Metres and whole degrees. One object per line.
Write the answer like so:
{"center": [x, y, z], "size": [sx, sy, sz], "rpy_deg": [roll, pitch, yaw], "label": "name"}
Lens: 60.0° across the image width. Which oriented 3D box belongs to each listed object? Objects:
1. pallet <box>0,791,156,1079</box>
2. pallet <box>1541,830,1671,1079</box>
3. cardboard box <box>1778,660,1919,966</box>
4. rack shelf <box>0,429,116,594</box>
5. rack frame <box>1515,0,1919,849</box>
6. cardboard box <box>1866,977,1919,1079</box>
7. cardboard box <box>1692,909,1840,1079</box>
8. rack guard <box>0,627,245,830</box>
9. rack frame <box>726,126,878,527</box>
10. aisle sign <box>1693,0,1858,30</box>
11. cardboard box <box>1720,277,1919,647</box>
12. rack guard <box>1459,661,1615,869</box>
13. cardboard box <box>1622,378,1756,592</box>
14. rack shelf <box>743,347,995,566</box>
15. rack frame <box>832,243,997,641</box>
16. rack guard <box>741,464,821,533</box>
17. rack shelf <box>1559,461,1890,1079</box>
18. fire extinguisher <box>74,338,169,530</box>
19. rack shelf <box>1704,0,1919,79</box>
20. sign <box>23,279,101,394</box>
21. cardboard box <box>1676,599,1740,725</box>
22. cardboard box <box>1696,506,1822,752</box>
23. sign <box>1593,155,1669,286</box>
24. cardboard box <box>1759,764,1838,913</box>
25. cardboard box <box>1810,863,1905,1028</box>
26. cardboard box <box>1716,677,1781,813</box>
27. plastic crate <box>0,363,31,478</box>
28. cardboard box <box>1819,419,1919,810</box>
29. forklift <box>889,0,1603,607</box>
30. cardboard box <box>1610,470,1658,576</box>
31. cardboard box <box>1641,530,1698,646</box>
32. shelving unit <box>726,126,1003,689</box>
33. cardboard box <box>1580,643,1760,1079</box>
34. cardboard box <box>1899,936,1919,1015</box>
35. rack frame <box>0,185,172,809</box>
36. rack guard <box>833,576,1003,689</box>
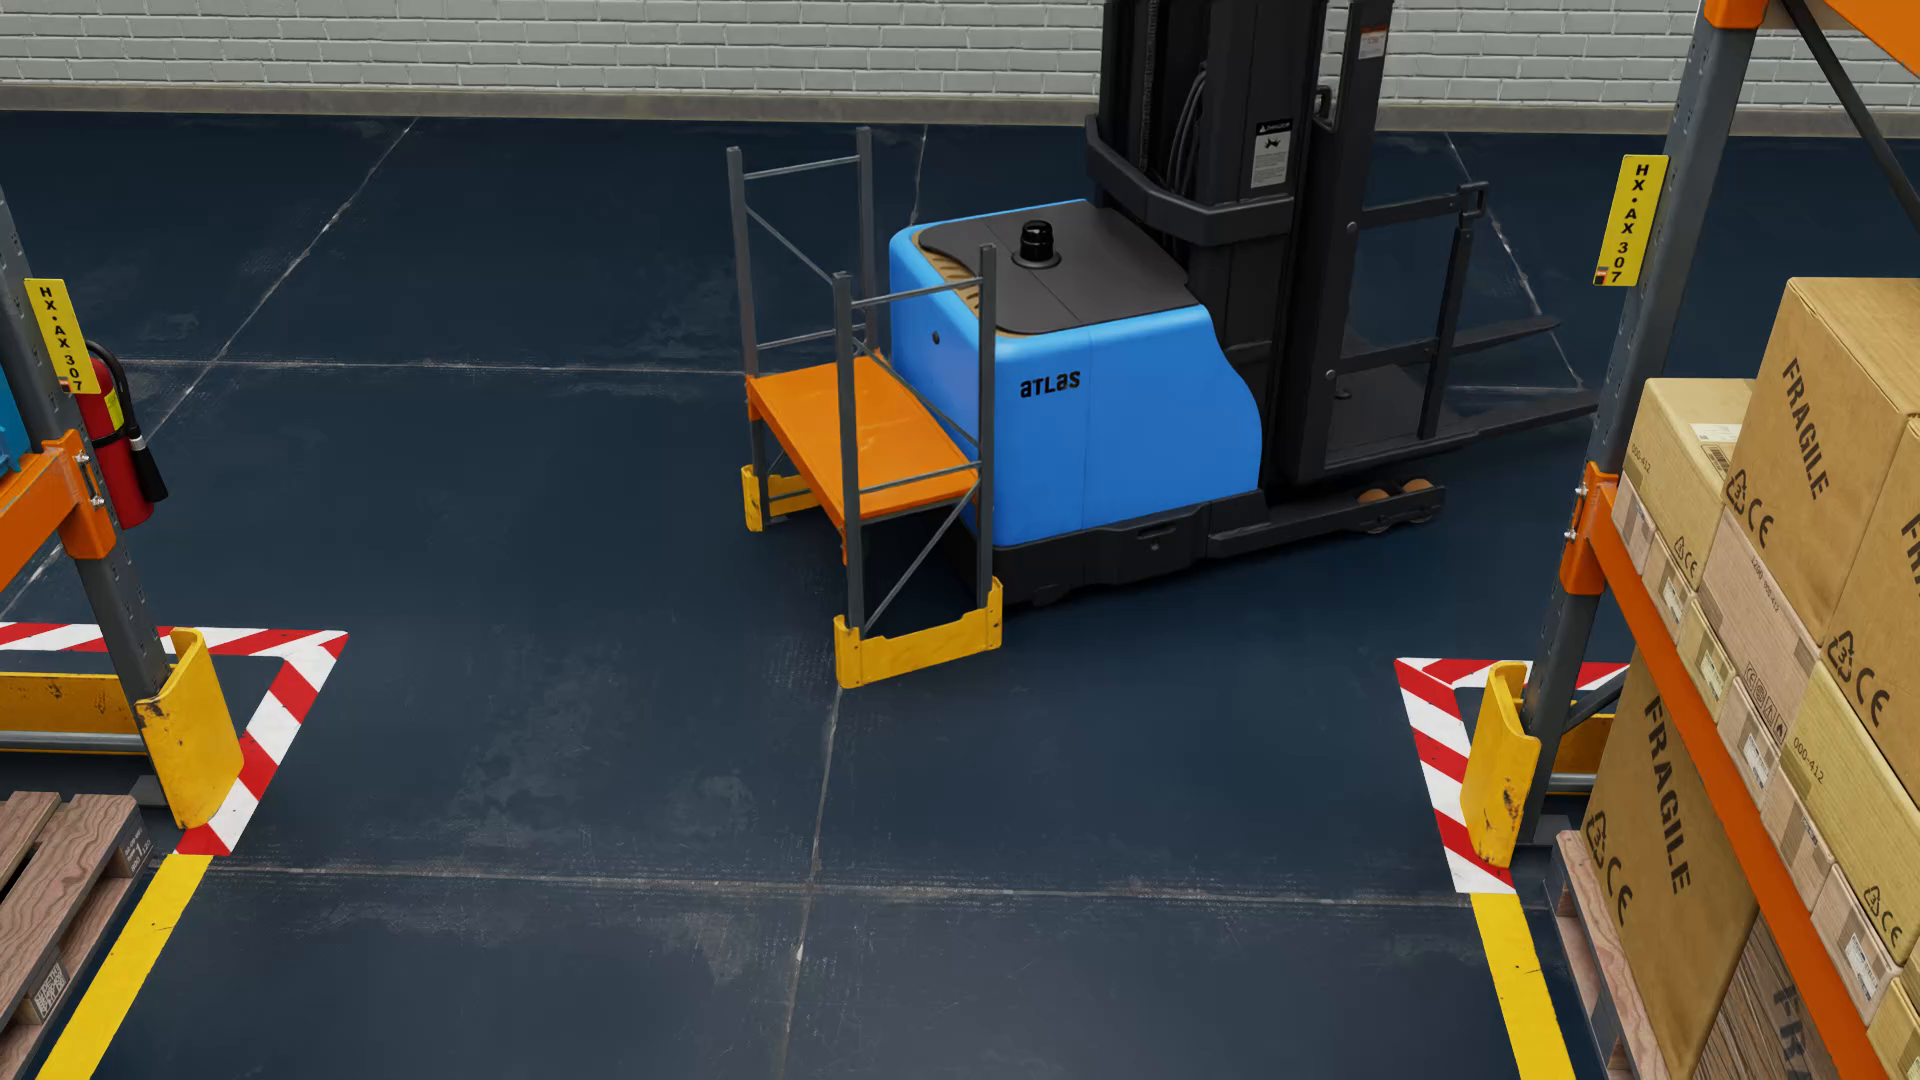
{"center": [-2.906, 1.161, 4.414], "size": [1.003, 0.211, 1.213], "rpy_deg": [1, 35, 2], "label": "pallet"}
{"center": [2.161, 1.264, 4.268], "size": [1.003, 0.211, 1.213], "rpy_deg": [1, 35, 2], "label": "pallet"}
{"center": [1.788, 0.459, 2.861], "size": [0.500, 0.250, 0.500], "rpy_deg": [0, 35, 0], "label": "cardboard box"}
{"center": [-2.914, 0.991, 2.857], "size": [1.077, 0.370, 4.000], "rpy_deg": [1, 35, 2], "label": "rack shelf"}
{"center": [2.115, -0.338, 4.122], "size": [1.000, 3.000, 0.127], "rpy_deg": [1, 35, 2], "label": "rack frame"}
{"center": [1.711, 0.845, 2.658], "size": [0.380, 0.149, 0.250], "rpy_deg": [0, 35, 1], "label": "cardboard box"}
{"center": [2.133, 1.252, 3.343], "size": [0.875, 0.875, 0.875], "rpy_deg": [1, 35, 2], "label": "cardboard box"}
{"center": [-2.846, 0.556, 5.024], "size": [1.175, 0.500, 0.348], "rpy_deg": [1, 35, 2], "label": "rack guard"}
{"center": [-0.536, -0.727, 5.980], "size": [0.500, 1.500, 0.032], "rpy_deg": [-14, 38, -19], "label": "rack frame"}
{"center": [1.818, -1.450, 3.443], "size": [0.394, 0.787, 0.004], "rpy_deg": [1, 35, 2], "label": "aisle sign"}
{"center": [1.806, -0.148, 3.072], "size": [0.500, 0.500, 0.500], "rpy_deg": [1, 35, 1], "label": "cardboard box"}
{"center": [2.116, 0.671, 4.861], "size": [1.175, 0.500, 0.348], "rpy_deg": [1, 35, 2], "label": "rack guard"}
{"center": [1.826, -0.129, 3.696], "size": [0.500, 0.250, 0.500], "rpy_deg": [0, 35, 1], "label": "cardboard box"}
{"center": [-0.332, -0.312, 5.703], "size": [0.538, 0.185, 1.000], "rpy_deg": [-14, 38, -19], "label": "rack shelf"}
{"center": [-0.127, -0.192, 5.219], "size": [0.500, 1.500, 0.032], "rpy_deg": [-14, 38, -19], "label": "rack frame"}
{"center": [-0.535, -0.215, 6.339], "size": [0.587, 0.250, 0.087], "rpy_deg": [-14, 38, -19], "label": "rack guard"}
{"center": [2.035, 1.105, 2.694], "size": [1.077, 0.370, 4.000], "rpy_deg": [1, 35, 2], "label": "rack shelf"}
{"center": [-2.374, -0.344, 4.523], "size": [0.296, 0.674, 0.183], "rpy_deg": [1, 35, 2], "label": "fire extinguisher"}
{"center": [2.035, -0.122, 1.832], "size": [1.077, 0.370, 4.000], "rpy_deg": [1, 35, 2], "label": "rack shelf"}
{"center": [-2.283, -0.516, 4.233], "size": [0.100, 0.325, 0.005], "rpy_deg": [1, 35, 2], "label": "sign"}
{"center": [1.752, 0.256, 3.496], "size": [0.380, 0.149, 0.250], "rpy_deg": [1, 35, 1], "label": "cardboard box"}
{"center": [1.812, 0.170, 3.271], "size": [0.500, 0.250, 0.500], "rpy_deg": [1, 35, 1], "label": "cardboard box"}
{"center": [1.561, -0.741, 3.874], "size": [0.100, 0.325, 0.005], "rpy_deg": [1, 35, 2], "label": "sign"}
{"center": [1.732, 0.552, 3.075], "size": [0.380, 0.149, 0.250], "rpy_deg": [1, 35, 1], "label": "cardboard box"}
{"center": [1.722, 0.700, 2.864], "size": [0.380, 0.149, 0.250], "rpy_deg": [1, 35, 1], "label": "cardboard box"}
{"center": [1.743, 0.406, 3.283], "size": [0.380, 0.149, 0.250], "rpy_deg": [1, 35, 1], "label": "cardboard box"}
{"center": [-2.661, -0.295, 3.978], "size": [0.616, 0.435, 0.499], "rpy_deg": [1, 35, 2], "label": "plastic crate"}
{"center": [1.791, 0.149, 2.648], "size": [0.500, 0.500, 0.500], "rpy_deg": [0, 35, 1], "label": "cardboard box"}
{"center": [1.300, -1.493, 5.826], "size": [3.031, 2.935, 1.130], "rpy_deg": [-13, 37, -17], "label": "forklift"}
{"center": [1.771, -0.039, 3.915], "size": [0.380, 0.149, 0.250], "rpy_deg": [2, 35, 2], "label": "cardboard box"}
{"center": [1.762, 0.109, 3.705], "size": [0.380, 0.149, 0.250], "rpy_deg": [1, 35, 1], "label": "cardboard box"}
{"center": [-0.335, -0.464, 5.606], "size": [0.587, 1.500, 1.083], "rpy_deg": [-14, 38, -19], "label": "shelving unit"}
{"center": [2.169, 0.729, 4.087], "size": [0.875, 0.875, 0.875], "rpy_deg": [1, 35, 2], "label": "cardboard box"}
{"center": [1.772, 0.758, 2.434], "size": [0.500, 0.250, 0.500], "rpy_deg": [1, 35, 1], "label": "cardboard box"}
{"center": [-2.834, -0.452, 4.285], "size": [1.000, 3.000, 0.127], "rpy_deg": [1, 35, 2], "label": "rack frame"}
{"center": [-0.135, 0.309, 5.593], "size": [0.587, 0.250, 0.087], "rpy_deg": [-14, 38, -19], "label": "rack guard"}
